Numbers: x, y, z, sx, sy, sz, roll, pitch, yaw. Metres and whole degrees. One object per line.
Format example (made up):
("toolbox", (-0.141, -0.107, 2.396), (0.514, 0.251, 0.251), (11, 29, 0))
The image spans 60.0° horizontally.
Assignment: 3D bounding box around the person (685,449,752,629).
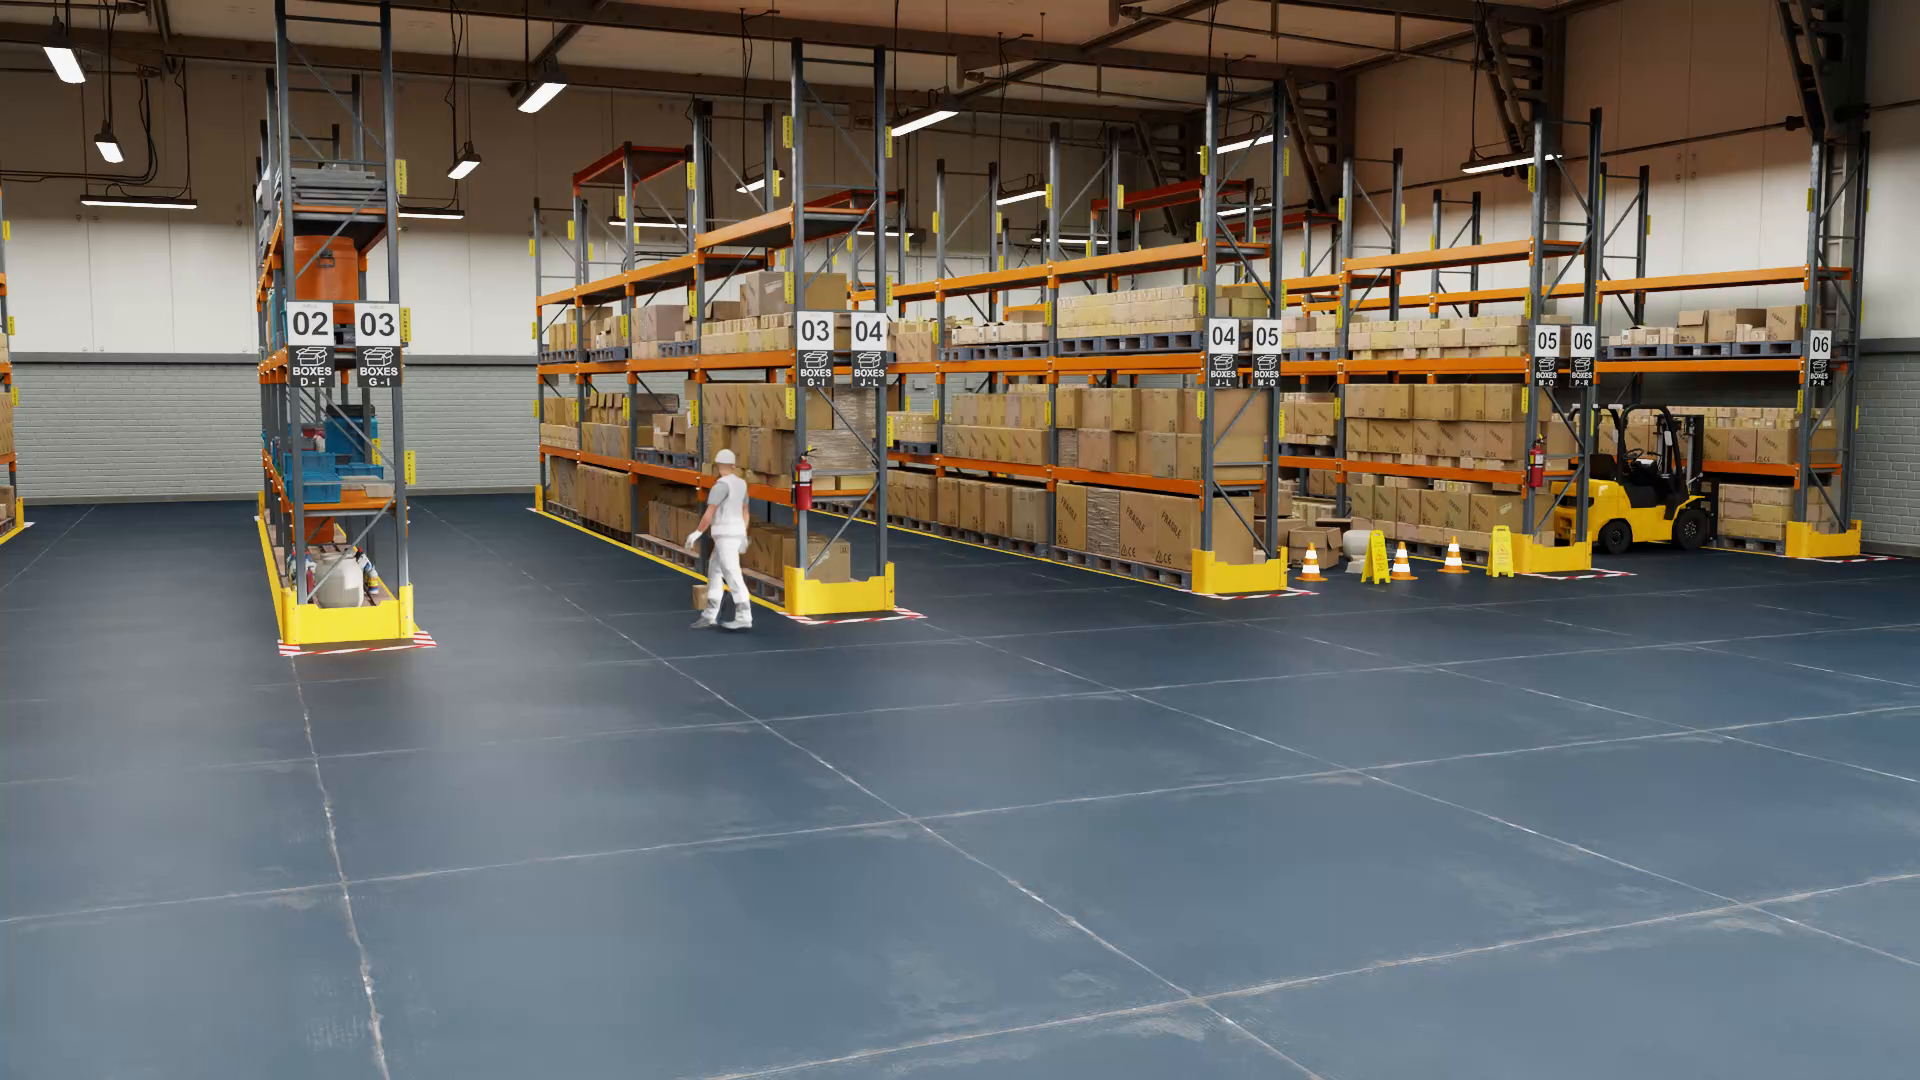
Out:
("person", (-2.400, 0.005, 16.504), (0.700, 1.807, 0.661), (1, 5, 11))
